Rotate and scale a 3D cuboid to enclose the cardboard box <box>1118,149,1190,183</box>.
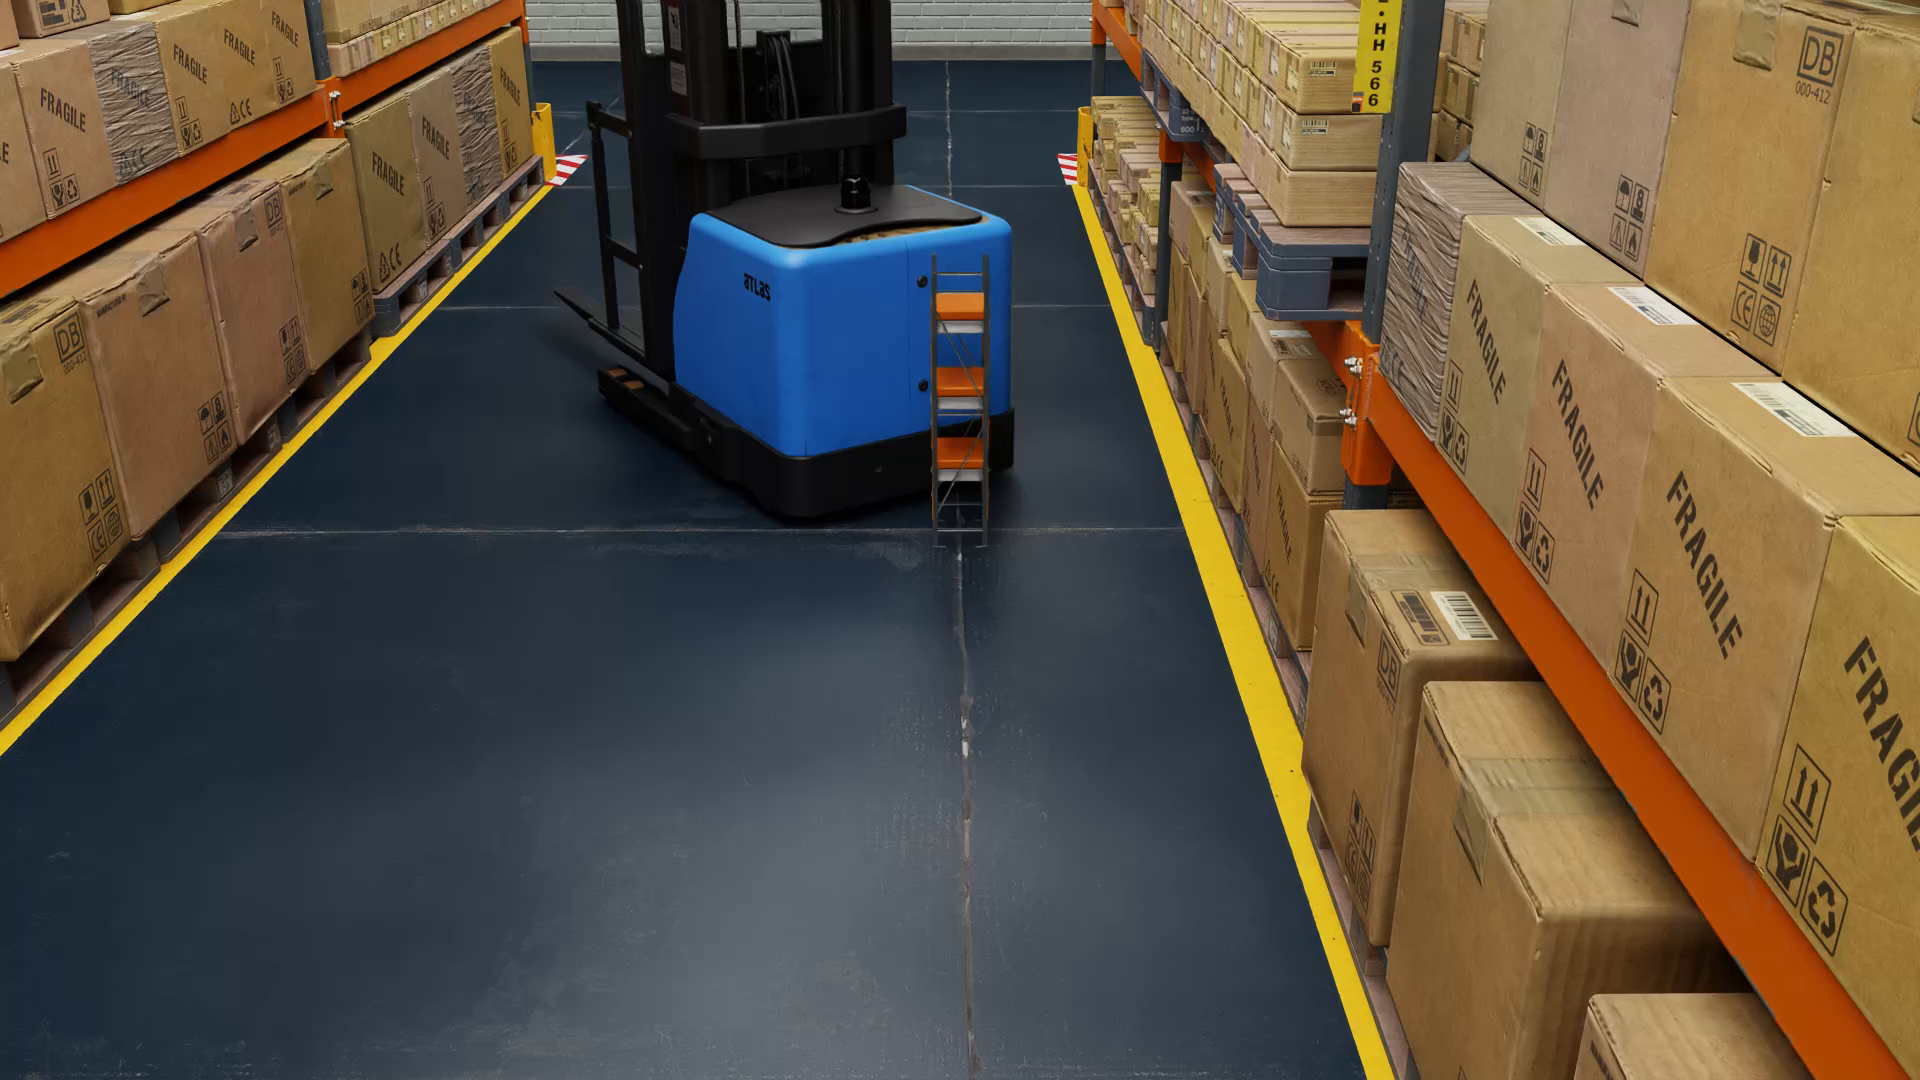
[{"bbox_3d":[1.120,-2.166,9.628,0.380,0.149,0.250,-1,24,-2],"label":"cardboard box"}]

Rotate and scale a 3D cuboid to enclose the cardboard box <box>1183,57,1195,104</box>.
[{"bbox_3d":[1.036,-1.695,6.152,0.380,0.149,0.250,-1,24,-2],"label":"cardboard box"}]

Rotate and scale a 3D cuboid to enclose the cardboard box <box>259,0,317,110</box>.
[{"bbox_3d":[-3.211,-2.194,7.339,0.500,0.500,0.500,0,24,0],"label":"cardboard box"}]

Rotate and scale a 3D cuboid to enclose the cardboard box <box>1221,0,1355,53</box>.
[{"bbox_3d":[1.045,-1.641,5.311,0.380,0.149,0.250,0,24,-1],"label":"cardboard box"}]

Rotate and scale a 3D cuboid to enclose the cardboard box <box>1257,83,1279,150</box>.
[{"bbox_3d":[1.050,-1.196,4.688,0.380,0.149,0.250,1,24,1],"label":"cardboard box"}]

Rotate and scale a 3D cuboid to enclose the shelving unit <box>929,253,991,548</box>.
[{"bbox_3d":[-0.001,-0.500,6.082,0.215,1.050,0.252,0,24,-1],"label":"shelving unit"}]

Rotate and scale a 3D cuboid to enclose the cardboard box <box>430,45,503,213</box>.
[{"bbox_3d":[-3.436,-2.573,10.367,0.875,0.875,0.875,0,24,-1],"label":"cardboard box"}]

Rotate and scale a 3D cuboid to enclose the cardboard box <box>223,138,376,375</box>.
[{"bbox_3d":[-3.462,-1.299,7.551,1.225,0.875,0.875,0,24,0],"label":"cardboard box"}]

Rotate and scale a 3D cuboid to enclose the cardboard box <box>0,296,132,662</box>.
[{"bbox_3d":[-3.432,-0.199,5.119,1.225,0.875,0.875,-1,24,-3],"label":"cardboard box"}]

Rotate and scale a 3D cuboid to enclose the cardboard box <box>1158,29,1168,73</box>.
[{"bbox_3d":[1.024,-2.015,6.862,0.380,0.149,0.250,0,24,0],"label":"cardboard box"}]

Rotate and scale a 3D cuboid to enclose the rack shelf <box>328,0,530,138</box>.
[{"bbox_3d":[-3.511,-2.836,9.753,1.077,0.370,4.000,0,24,-1],"label":"rack shelf"}]

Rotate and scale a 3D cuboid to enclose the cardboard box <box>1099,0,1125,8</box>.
[{"bbox_3d":[1.098,-3.503,10.661,0.380,0.149,0.250,-1,24,-2],"label":"cardboard box"}]

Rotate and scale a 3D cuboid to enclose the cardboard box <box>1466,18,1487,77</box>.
[{"bbox_3d":[1.700,-1.423,4.830,0.380,0.149,0.250,0,24,-1],"label":"cardboard box"}]

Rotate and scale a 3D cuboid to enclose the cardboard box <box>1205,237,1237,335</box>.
[{"bbox_3d":[1.225,-0.979,6.388,0.500,0.250,0.500,1,24,1],"label":"cardboard box"}]

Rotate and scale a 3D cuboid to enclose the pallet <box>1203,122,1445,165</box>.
[{"bbox_3d":[1.453,-1.400,5.938,1.003,0.211,1.213,0,24,-1],"label":"pallet"}]

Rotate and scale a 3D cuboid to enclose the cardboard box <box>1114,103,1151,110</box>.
[{"bbox_3d":[1.218,-2.801,11.032,0.380,0.149,0.250,0,24,0],"label":"cardboard box"}]

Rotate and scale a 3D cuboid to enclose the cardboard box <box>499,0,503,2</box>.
[{"bbox_3d":[-3.195,-3.621,10.921,0.380,0.149,0.250,0,24,0],"label":"cardboard box"}]

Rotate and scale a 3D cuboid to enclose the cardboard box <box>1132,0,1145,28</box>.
[{"bbox_3d":[1.180,-2.913,8.569,0.500,0.500,0.500,-1,24,-2],"label":"cardboard box"}]

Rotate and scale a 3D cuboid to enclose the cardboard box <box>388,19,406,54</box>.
[{"bbox_3d":[-3.170,-2.674,8.826,0.380,0.149,0.250,-1,24,-2],"label":"cardboard box"}]

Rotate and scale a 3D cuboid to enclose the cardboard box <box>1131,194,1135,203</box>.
[{"bbox_3d":[1.205,-2.017,9.660,0.380,0.149,0.250,-1,24,-3],"label":"cardboard box"}]

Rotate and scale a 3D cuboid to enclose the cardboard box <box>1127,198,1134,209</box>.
[{"bbox_3d":[1.180,-1.907,9.776,0.380,0.149,0.250,0,24,0],"label":"cardboard box"}]

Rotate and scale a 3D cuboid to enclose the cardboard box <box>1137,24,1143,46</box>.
[{"bbox_3d":[1.169,-2.757,9.010,0.380,0.149,0.250,-1,24,-3],"label":"cardboard box"}]

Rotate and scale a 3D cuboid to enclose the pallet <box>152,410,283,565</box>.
[{"bbox_3d":[-3.389,-0.247,6.541,1.003,0.211,1.213,0,24,-1],"label":"pallet"}]

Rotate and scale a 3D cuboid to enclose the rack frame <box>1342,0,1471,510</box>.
[{"bbox_3d":[1.516,-0.672,4.096,1.000,3.000,0.127,0,24,-1],"label":"rack frame"}]

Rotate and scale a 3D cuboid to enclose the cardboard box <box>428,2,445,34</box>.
[{"bbox_3d":[-3.178,-2.991,9.528,0.380,0.149,0.250,-1,24,-2],"label":"cardboard box"}]

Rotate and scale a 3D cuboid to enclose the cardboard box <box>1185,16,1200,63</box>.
[{"bbox_3d":[1.036,-1.828,6.085,0.380,0.149,0.250,-1,24,-1],"label":"cardboard box"}]

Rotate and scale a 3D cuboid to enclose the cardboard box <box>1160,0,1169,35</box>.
[{"bbox_3d":[1.024,-2.155,6.809,0.380,0.149,0.250,0,24,1],"label":"cardboard box"}]

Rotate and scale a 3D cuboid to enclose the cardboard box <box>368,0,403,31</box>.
[{"bbox_3d":[-3.232,-2.806,8.636,0.500,0.250,0.500,0,24,-1],"label":"cardboard box"}]

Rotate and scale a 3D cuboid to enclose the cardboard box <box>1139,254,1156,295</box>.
[{"bbox_3d":[1.127,-1.373,8.595,0.380,0.149,0.250,0,24,0],"label":"cardboard box"}]

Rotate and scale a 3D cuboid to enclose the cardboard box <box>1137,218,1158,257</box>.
[{"bbox_3d":[1.135,-1.588,8.710,0.380,0.149,0.250,-1,24,-3],"label":"cardboard box"}]

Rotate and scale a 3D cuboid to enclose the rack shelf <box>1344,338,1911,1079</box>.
[{"bbox_3d":[1.537,0.480,2.422,1.077,0.370,4.000,0,24,-1],"label":"rack shelf"}]

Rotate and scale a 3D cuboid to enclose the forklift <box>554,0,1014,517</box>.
[{"bbox_3d":[-1.000,-1.980,7.071,1.130,2.935,3.031,-15,28,-29],"label":"forklift"}]

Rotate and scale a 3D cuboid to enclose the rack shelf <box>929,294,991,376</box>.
[{"bbox_3d":[-0.001,-0.749,5.970,0.215,0.259,0.240,0,24,-1],"label":"rack shelf"}]

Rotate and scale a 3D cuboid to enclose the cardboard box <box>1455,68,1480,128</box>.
[{"bbox_3d":[1.700,-1.306,4.932,0.380,0.149,0.250,-1,24,-2],"label":"cardboard box"}]

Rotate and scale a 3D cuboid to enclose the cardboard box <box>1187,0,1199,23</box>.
[{"bbox_3d":[1.031,-1.971,6.041,0.380,0.149,0.250,1,24,1],"label":"cardboard box"}]

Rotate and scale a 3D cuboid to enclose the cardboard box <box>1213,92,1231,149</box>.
[{"bbox_3d":[1.043,-1.372,5.439,0.380,0.149,0.250,-1,24,-3],"label":"cardboard box"}]

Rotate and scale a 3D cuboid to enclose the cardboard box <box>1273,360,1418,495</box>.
[{"bbox_3d":[1.246,-0.347,4.990,0.500,0.250,0.500,-1,24,-2],"label":"cardboard box"}]

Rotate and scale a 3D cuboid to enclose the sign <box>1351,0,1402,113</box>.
[{"bbox_3d":[0.973,-1.157,3.859,0.100,0.325,0.005,0,24,-1],"label":"sign"}]

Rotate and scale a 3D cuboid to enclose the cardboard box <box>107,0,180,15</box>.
[{"bbox_3d":[-3.478,-2.296,6.348,0.797,0.503,0.637,0,24,0],"label":"cardboard box"}]

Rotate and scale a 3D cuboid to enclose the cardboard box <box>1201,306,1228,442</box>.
[{"bbox_3d":[1.241,-0.633,6.534,0.500,0.500,0.500,0,24,0],"label":"cardboard box"}]

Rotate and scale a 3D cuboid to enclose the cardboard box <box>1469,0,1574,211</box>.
[{"bbox_3d":[1.511,-0.988,3.460,0.700,0.500,0.500,0,24,-1],"label":"cardboard box"}]

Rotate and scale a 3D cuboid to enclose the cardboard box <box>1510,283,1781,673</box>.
[{"bbox_3d":[1.264,-0.114,2.741,0.500,0.500,0.500,0,24,-1],"label":"cardboard box"}]

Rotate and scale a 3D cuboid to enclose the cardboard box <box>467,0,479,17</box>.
[{"bbox_3d":[-3.187,-3.307,10.227,0.380,0.149,0.250,-1,24,-2],"label":"cardboard box"}]

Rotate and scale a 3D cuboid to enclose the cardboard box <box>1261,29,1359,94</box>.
[{"bbox_3d":[1.051,-1.323,4.609,0.380,0.149,0.250,-1,24,-1],"label":"cardboard box"}]

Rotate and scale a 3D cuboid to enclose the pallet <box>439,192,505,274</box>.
[{"bbox_3d":[-3.435,-1.887,10.165,1.003,0.211,1.213,0,24,-1],"label":"pallet"}]

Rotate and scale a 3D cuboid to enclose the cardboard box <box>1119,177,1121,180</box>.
[{"bbox_3d":[1.199,-2.223,10.476,0.380,0.149,0.250,0,24,0],"label":"cardboard box"}]

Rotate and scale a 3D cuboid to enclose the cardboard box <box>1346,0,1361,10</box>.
[{"bbox_3d":[1.678,-2.077,6.275,0.380,0.149,0.250,-1,24,-2],"label":"cardboard box"}]

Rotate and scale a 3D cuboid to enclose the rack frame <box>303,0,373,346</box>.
[{"bbox_3d":[-3.489,-2.340,7.783,1.000,3.000,0.127,0,24,-1],"label":"rack frame"}]

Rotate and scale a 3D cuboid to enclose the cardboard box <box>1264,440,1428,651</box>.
[{"bbox_3d":[1.247,0.006,5.121,0.500,0.500,0.500,0,24,-1],"label":"cardboard box"}]

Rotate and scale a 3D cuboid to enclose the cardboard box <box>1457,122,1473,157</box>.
[{"bbox_3d":[1.706,-1.156,4.961,0.380,0.149,0.250,1,24,2],"label":"cardboard box"}]

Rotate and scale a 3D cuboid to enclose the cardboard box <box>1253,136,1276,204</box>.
[{"bbox_3d":[1.050,-1.052,4.732,0.380,0.149,0.250,0,24,-1],"label":"cardboard box"}]

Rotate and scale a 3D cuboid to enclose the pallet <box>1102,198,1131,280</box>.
[{"bbox_3d":[1.413,-1.830,10.041,1.003,0.211,1.213,0,24,-1],"label":"pallet"}]

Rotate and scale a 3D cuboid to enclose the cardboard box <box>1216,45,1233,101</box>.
[{"bbox_3d":[1.042,-1.510,5.383,0.380,0.149,0.250,0,24,-1],"label":"cardboard box"}]

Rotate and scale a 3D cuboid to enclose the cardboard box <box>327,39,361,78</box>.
[{"bbox_3d":[-3.159,-2.348,8.107,0.380,0.149,0.250,0,24,0],"label":"cardboard box"}]

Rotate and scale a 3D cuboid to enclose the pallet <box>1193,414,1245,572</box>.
[{"bbox_3d":[1.498,-0.225,6.491,1.003,0.211,1.213,0,24,-1],"label":"pallet"}]

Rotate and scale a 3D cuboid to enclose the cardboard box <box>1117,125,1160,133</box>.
[{"bbox_3d":[1.171,-2.481,10.323,0.380,0.149,0.250,1,24,2],"label":"cardboard box"}]

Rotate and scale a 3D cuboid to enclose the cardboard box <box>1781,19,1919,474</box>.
[{"bbox_3d":[1.531,-0.358,2.066,0.700,0.500,0.500,0,24,-1],"label":"cardboard box"}]

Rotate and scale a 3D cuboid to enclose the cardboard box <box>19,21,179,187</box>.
[{"bbox_3d":[-3.199,-1.568,5.955,0.500,0.500,0.500,0,24,0],"label":"cardboard box"}]

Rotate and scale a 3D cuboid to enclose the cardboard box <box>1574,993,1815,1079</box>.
[{"bbox_3d":[1.456,1.157,2.272,1.050,0.750,0.750,0,24,-1],"label":"cardboard box"}]

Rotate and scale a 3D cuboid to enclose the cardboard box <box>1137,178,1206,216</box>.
[{"bbox_3d":[1.155,-1.837,8.899,0.380,0.149,0.250,0,24,-1],"label":"cardboard box"}]
